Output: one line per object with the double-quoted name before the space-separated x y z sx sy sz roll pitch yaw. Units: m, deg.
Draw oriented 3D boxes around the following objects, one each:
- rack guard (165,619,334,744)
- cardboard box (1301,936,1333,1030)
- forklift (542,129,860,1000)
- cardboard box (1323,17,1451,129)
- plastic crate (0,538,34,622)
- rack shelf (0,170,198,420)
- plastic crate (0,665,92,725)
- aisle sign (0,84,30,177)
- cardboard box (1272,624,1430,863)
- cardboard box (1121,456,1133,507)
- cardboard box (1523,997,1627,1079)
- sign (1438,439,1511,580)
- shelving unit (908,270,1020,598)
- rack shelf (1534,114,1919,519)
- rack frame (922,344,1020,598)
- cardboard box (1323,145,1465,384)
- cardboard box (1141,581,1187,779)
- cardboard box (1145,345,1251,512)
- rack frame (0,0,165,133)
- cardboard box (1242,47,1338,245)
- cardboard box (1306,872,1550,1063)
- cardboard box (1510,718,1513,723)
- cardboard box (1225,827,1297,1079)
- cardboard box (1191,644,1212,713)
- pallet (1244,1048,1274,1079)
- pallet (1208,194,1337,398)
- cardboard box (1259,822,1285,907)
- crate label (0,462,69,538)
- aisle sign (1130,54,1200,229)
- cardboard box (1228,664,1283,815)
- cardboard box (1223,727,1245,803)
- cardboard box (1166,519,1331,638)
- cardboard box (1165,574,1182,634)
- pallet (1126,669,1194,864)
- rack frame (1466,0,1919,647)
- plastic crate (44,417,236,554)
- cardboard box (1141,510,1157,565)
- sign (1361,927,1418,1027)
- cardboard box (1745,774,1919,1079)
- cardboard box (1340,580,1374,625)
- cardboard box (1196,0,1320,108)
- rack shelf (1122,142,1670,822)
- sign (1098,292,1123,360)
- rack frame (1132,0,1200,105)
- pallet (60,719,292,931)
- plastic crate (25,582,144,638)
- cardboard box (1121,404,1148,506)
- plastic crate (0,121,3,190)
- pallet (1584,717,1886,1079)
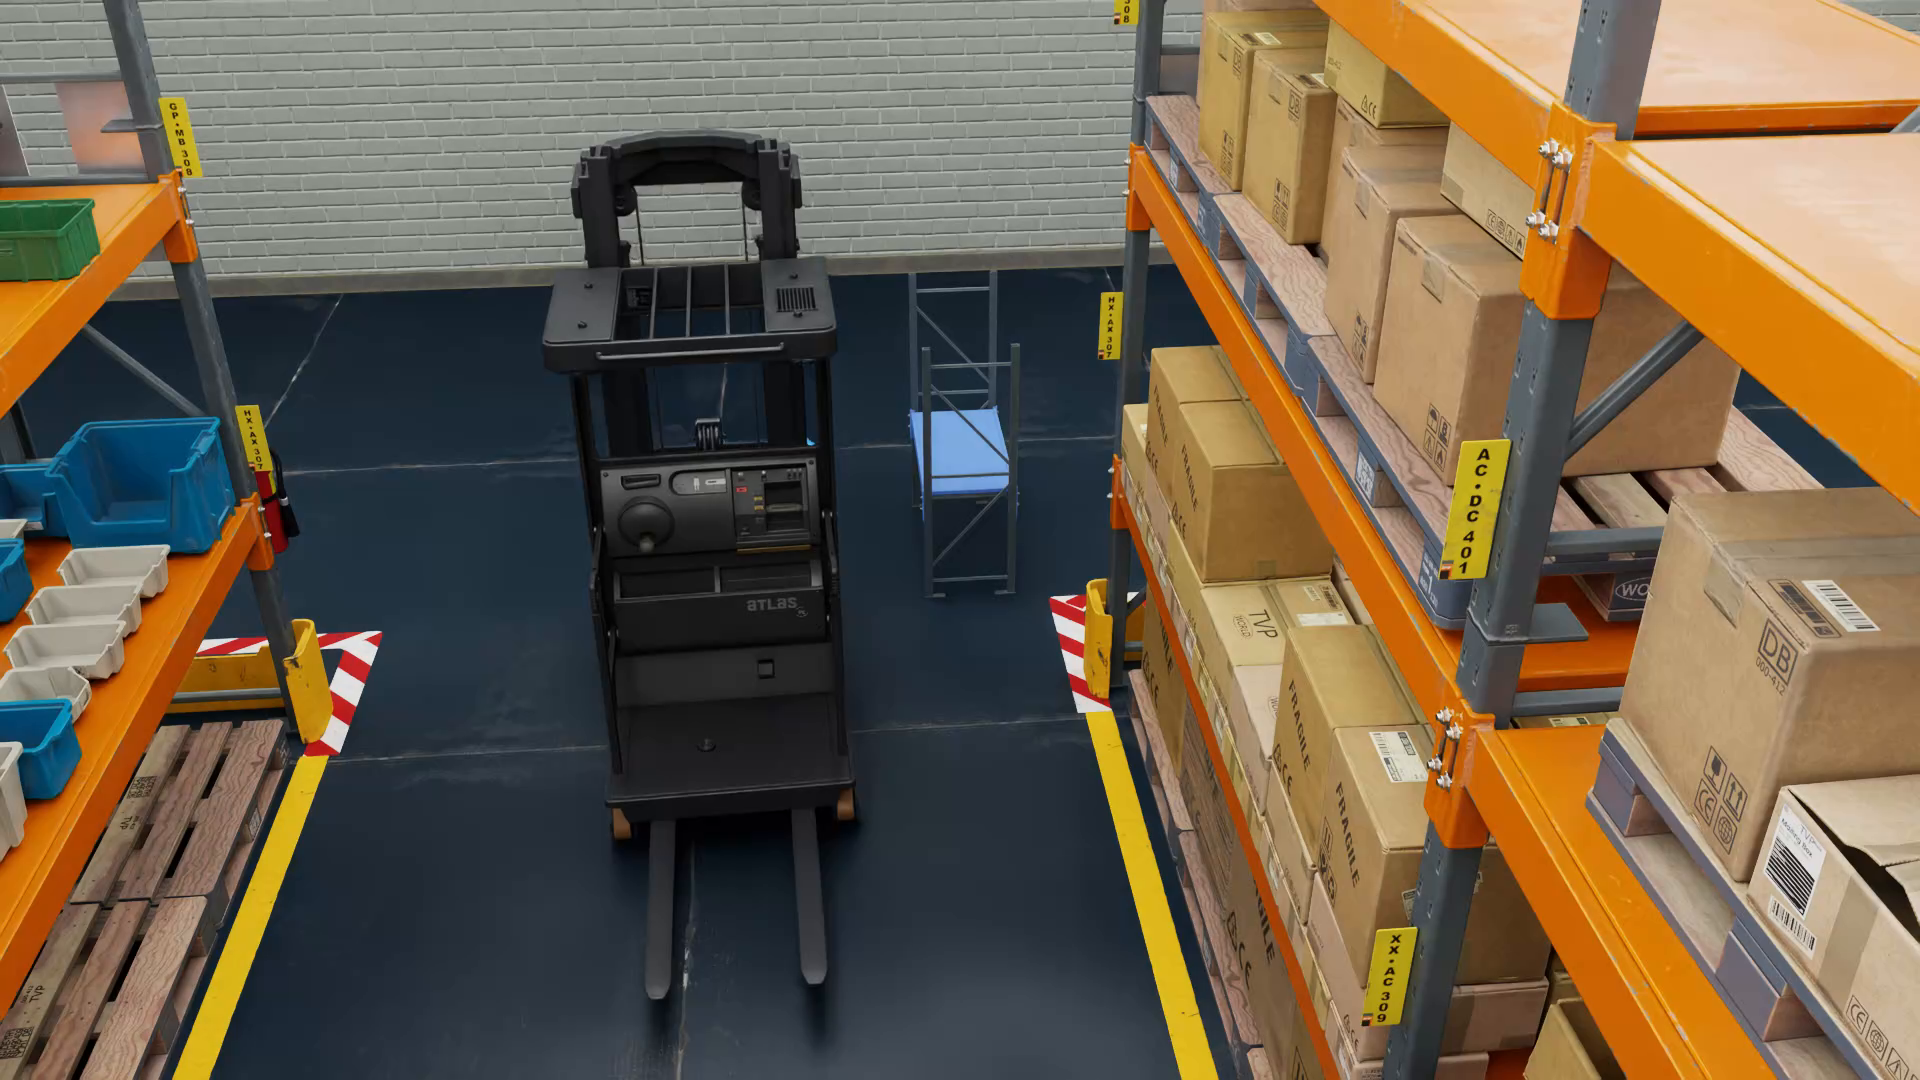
"rack guard" -3.712 0.714 8.068 1.175 0.500 0.348 -3 31 -5
"cardboard box" 1.229 1.293 4.905 0.380 0.149 0.250 -2 31 -4
"forklift" -1.054 -0.099 7.058 1.130 2.935 3.031 -4 31 -6
"cardboard box" 1.413 -1.429 4.957 0.500 0.250 0.500 -4 31 -6
"plastic crate" -3.940 0.176 6.635 0.416 0.233 0.300 -3 31 -5
"rack shelf" -3.510 -0.306 5.113 1.077 0.370 4.000 -3 31 -5
"plastic crate" -3.331 0.587 6.041 0.298 0.136 0.250 -3 31 -5
"aisle sign" -3.999 -1.486 6.779 0.394 0.787 0.004 -3 31 -5
"cardboard box" 1.257 0.594 4.956 0.500 0.500 0.500 -2 31 -4
"cardboard box" 0.939 -0.280 7.539 0.380 0.149 0.250 -2 31 -4
"cardboard box" 1.676 1.309 3.558 0.797 0.503 0.637 -4 31 -6
"sign" 1.056 -0.059 3.418 0.100 0.325 0.005 -3 31 -5
"shelving unit" 0.008 -0.600 9.293 0.538 1.500 1.048 -3 31 -5
"rack shelf" 1.795 0.383 1.425 1.077 0.370 4.000 -3 31 -5
"rack frame" 0.055 -0.341 8.858 0.500 1.500 0.032 -3 31 -5
"cardboard box" 1.430 -0.768 4.582 0.700 0.500 0.500 -1 31 -2
"cardboard box" 1.374 0.470 7.701 0.875 0.875 0.875 -3 31 -5
"cardboard box" 1.057 -0.457 6.715 0.500 0.500 0.500 -3 31 -6
"rack frame" -3.697 -2.923 5.869 1.000 3.000 0.127 -3 31 -5
"cardboard box" 1.366 -1.321 5.508 0.700 0.500 0.500 -5 31 -8
"cardboard box" 1.306 1.181 4.704 0.500 0.250 0.500 -3 31 -6
"cardboard box" 1.780 0.563 5.007 0.500 0.500 0.500 -3 31 -5
"cardboard box" 1.542 1.389 6.163 0.875 0.875 0.875 -3 31 -5
"cardboard box" 1.084 0.505 6.225 0.380 0.149 0.250 -4 31 -6
"pallet" 1.615 2.262 5.757 1.003 0.211 1.213 -3 31 -5
"pallet" 1.432 -0.832 5.380 1.003 0.211 1.213 -3 31 -5
"cardboard box" 1.182 1.031 5.344 0.380 0.149 0.250 -2 31 -4
"crate label" -4.001 -0.160 7.198 0.416 0.233 0.303 -3 31 -5
"aisle sign" 0.929 -1.723 7.176 0.394 0.787 0.004 -3 31 -5
"cardboard box" 1.207 0.656 5.583 0.500 0.250 0.500 -2 31 -4
"cardboard box" 1.133 0.769 5.783 0.380 0.149 0.250 -3 31 -5
"cardboard box" 1.109 0.131 6.461 0.500 0.250 0.500 -4 31 -6
"cardboard box" 1.037 0.244 6.661 0.380 0.149 0.250 -3 31 -6
"pallet" 1.387 1.017 7.843 1.003 0.211 1.213 -3 31 -5
"rack frame" 1.608 -1.118 2.847 1.000 3.000 0.127 -3 31 -5
"plastic crate" -3.479 -0.227 7.112 0.616 0.435 0.499 -3 31 -5
"cardboard box" 0.989 -0.018 7.101 0.380 0.149 0.250 -3 31 -6
"sign" 1.056 1.079 4.098 0.100 0.325 0.005 -3 31 -5
"cardboard box" 1.621 0.592 2.587 0.500 0.311 0.500 -4 31 -6
"cardboard box" 1.692 0.371 6.060 0.500 0.250 0.500 -3 31 -4
"cardboard box" 1.337 -1.876 6.436 0.700 0.500 0.500 -5 31 -8
"rack shelf" 1.422 -0.543 5.511 1.077 0.370 4.000 -3 31 -5
"sign" 0.682 -0.967 7.523 0.100 0.325 0.005 -3 31 -5
"rack frame" 1.235 -3.161 6.266 1.000 3.000 0.127 -3 31 -5
"pallet" -3.658 1.272 7.414 1.003 0.211 1.213 -3 31 -5
"plastic crate" -3.427 0.296 6.528 0.396 0.136 0.243 -3 31 -5
"cardboard box" 1.011 -0.390 7.335 0.500 0.250 0.500 -4 31 -6
"plastic crate" -3.938 -1.369 6.320 0.497 0.269 0.590 -3 31 -5
"pallet" 1.743 0.717 2.886 0.805 0.209 1.217 -4 31 -7
